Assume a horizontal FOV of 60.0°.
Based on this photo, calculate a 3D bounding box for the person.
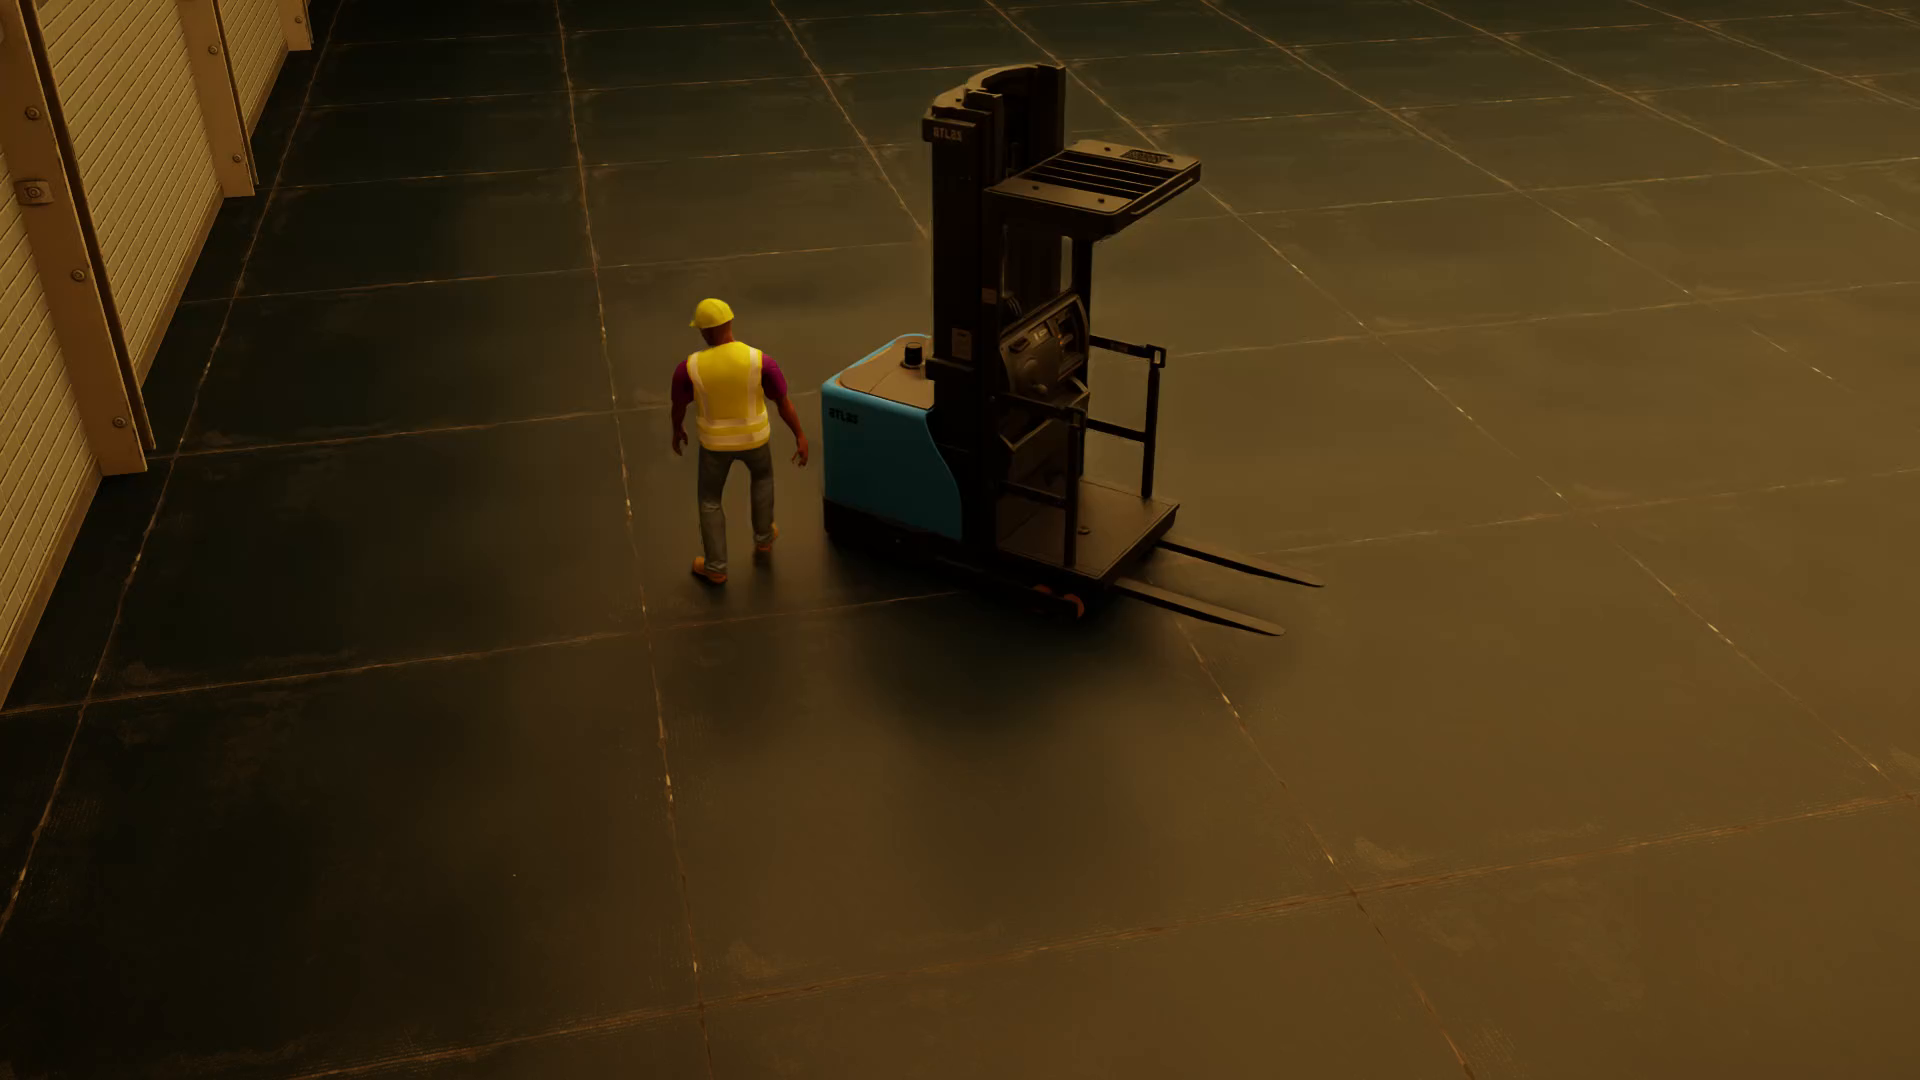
[{"bbox_3d":[-1.317,-0.640,9.911,0.803,1.712,0.656,-5,30,-8],"label":"person"}]

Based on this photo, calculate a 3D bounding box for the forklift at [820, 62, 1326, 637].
[{"bbox_3d":[0.663,-1.091,9.460,3.031,2.935,1.130,17,34,27],"label":"forklift"}]
